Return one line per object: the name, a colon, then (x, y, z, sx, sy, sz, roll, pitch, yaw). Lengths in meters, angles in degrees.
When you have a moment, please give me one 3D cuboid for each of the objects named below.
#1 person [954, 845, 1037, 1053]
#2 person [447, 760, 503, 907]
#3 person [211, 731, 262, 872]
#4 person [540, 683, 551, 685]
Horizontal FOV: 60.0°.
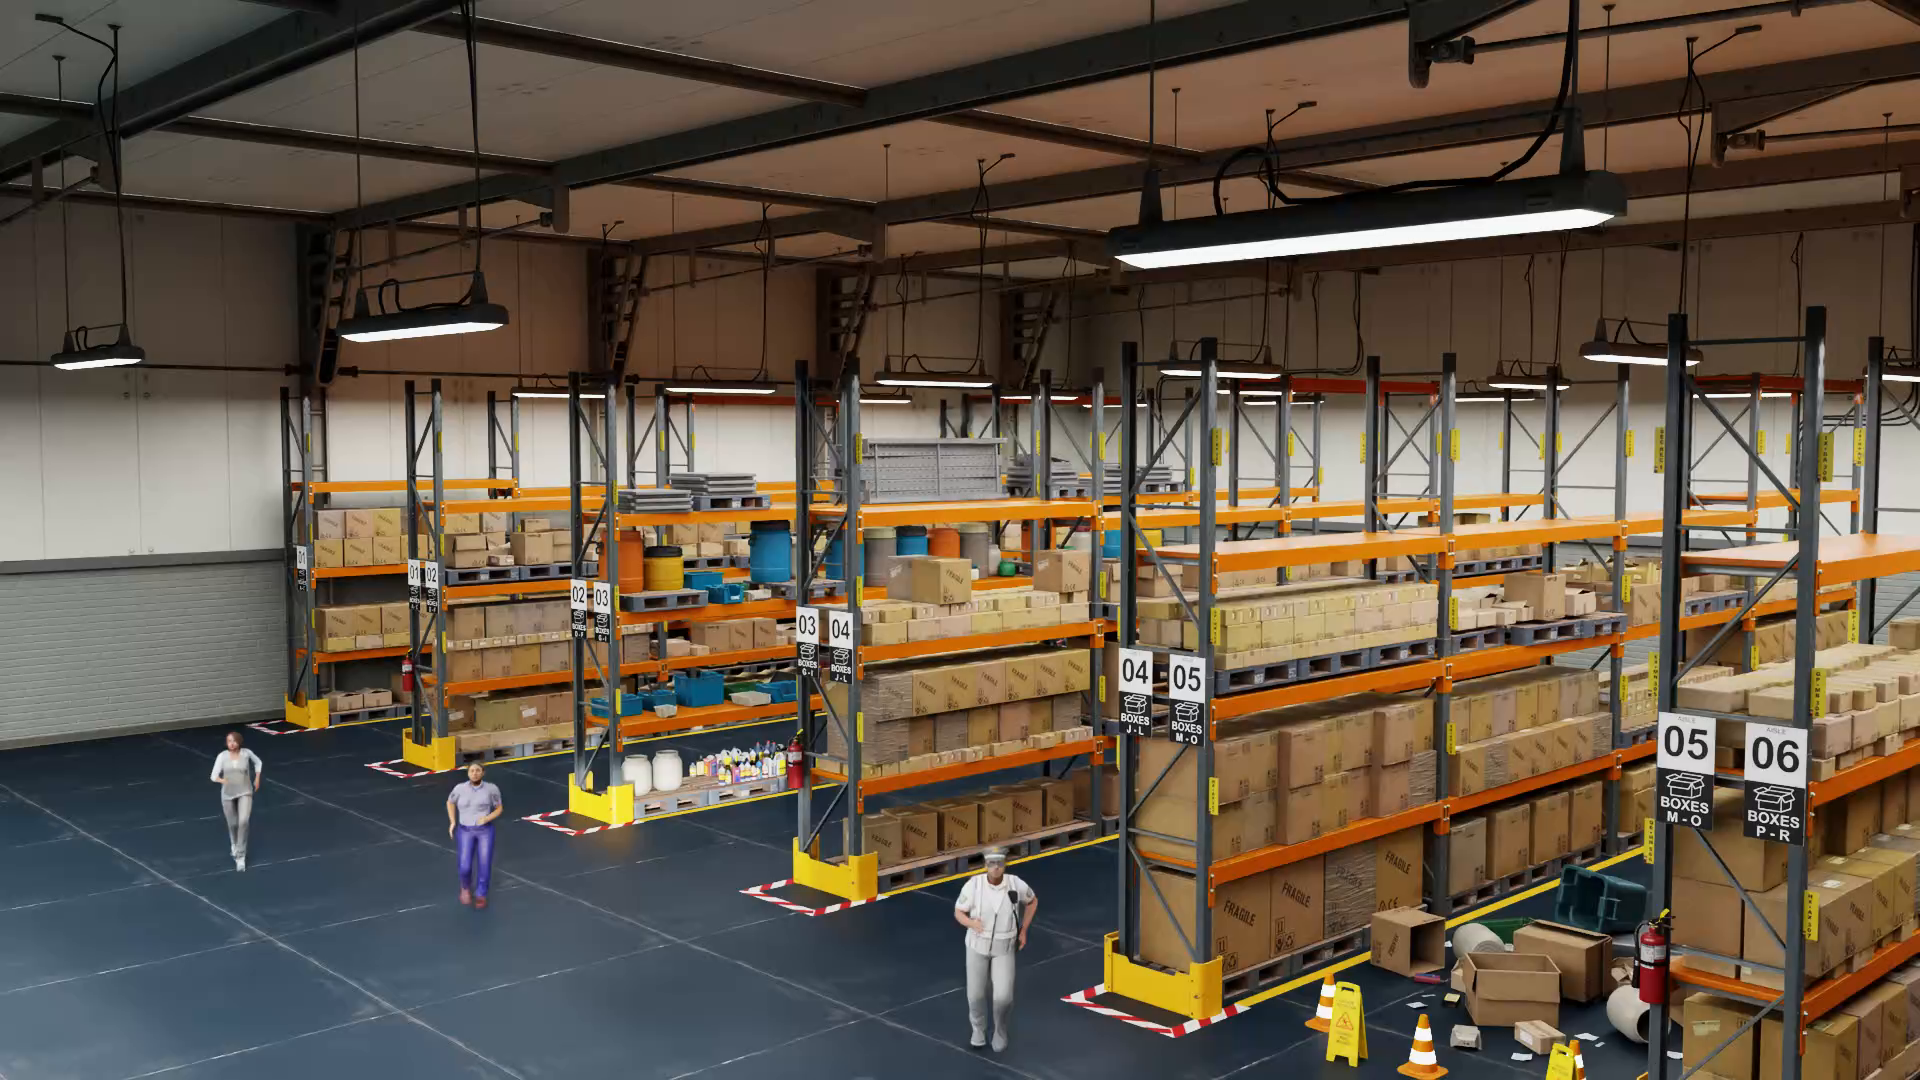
person: (0.291, 3.411, 13.842, 0.689, 1.768, 0.694, 0, 4, 4)
person: (-5.256, 3.201, 18.019, 0.592, 1.610, 0.590, -1, 4, -15)
person: (-8.667, 3.095, 19.929, 0.545, 1.625, 0.806, -1, 4, -17)
person: (-7.335, 2.477, 29.275, 0.562, 1.624, 0.580, 3, 5, 43)
